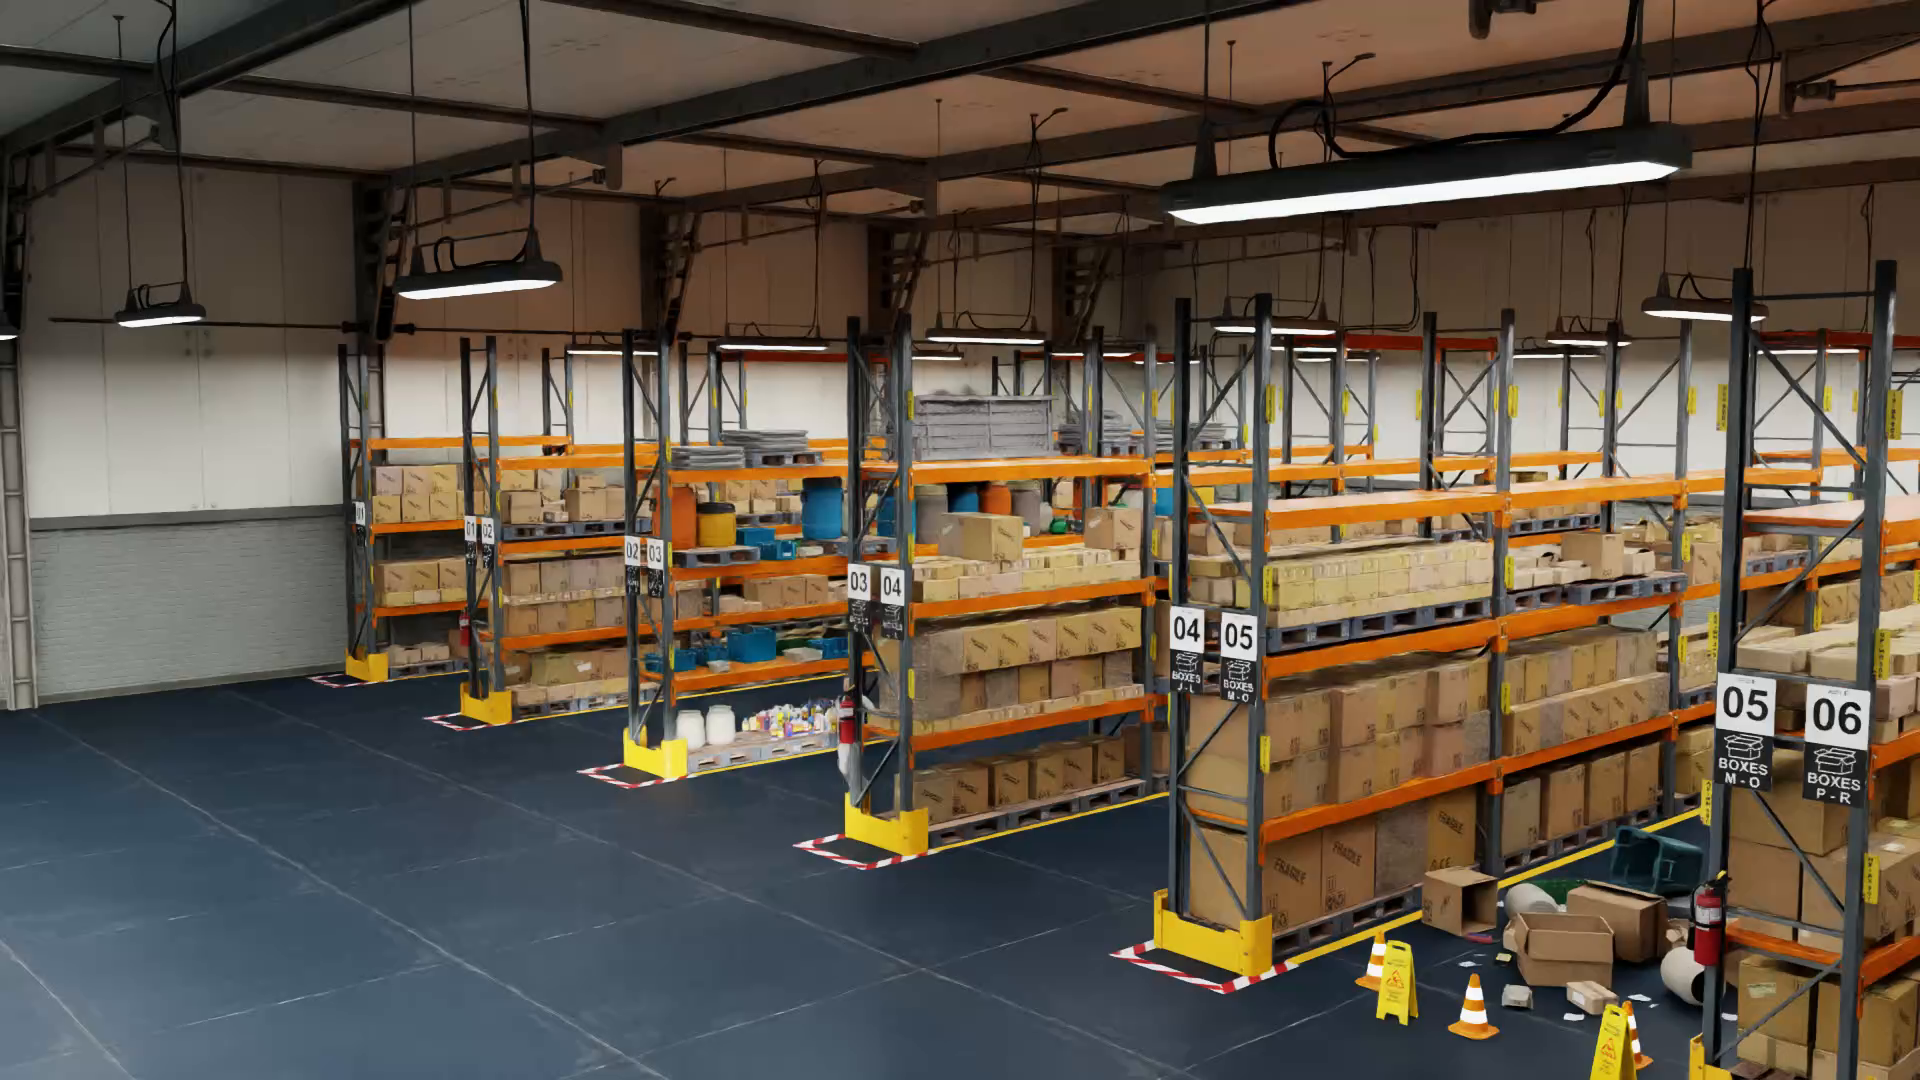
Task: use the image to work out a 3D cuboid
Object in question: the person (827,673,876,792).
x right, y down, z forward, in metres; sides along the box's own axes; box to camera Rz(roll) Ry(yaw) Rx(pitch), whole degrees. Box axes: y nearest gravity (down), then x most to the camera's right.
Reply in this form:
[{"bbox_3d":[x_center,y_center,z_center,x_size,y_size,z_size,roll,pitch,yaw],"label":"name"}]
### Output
[{"bbox_3d":[-1.386,2.455,20.653,0.548,1.597,0.615,4,6,36],"label":"person"}]
